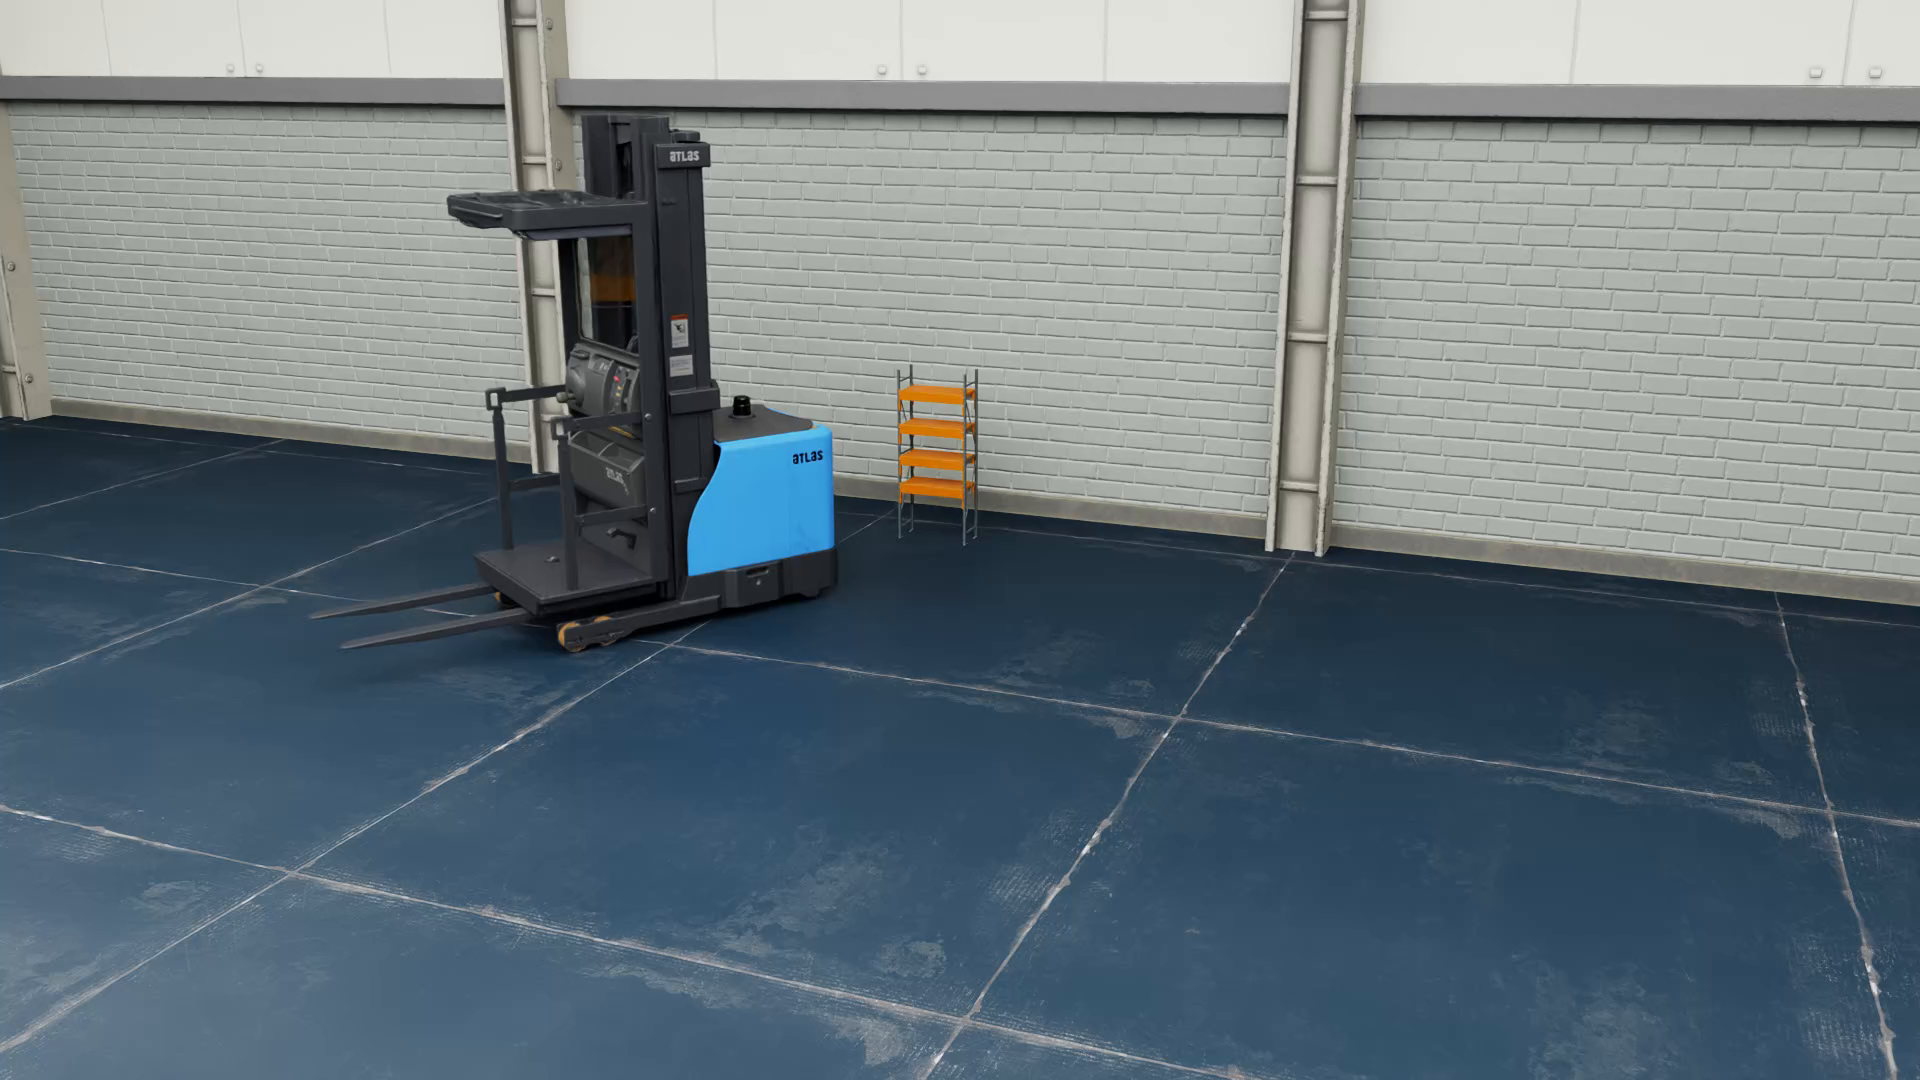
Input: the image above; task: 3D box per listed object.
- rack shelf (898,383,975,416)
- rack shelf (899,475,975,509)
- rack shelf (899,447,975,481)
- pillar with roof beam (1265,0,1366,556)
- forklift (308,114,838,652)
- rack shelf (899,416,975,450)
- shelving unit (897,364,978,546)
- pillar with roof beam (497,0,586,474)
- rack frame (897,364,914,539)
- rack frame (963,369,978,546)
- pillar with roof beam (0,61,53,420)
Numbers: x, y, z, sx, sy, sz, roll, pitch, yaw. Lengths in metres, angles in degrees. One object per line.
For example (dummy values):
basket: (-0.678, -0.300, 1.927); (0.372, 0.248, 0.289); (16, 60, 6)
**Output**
rack shelf: (-0.154, -0.971, 11.455); (0.480, 0.148, 0.258); (6, 17, 21)
rack shelf: (-0.154, -0.338, 11.639); (0.480, 0.148, 0.258); (6, 17, 21)
rack shelf: (-0.154, -0.529, 11.583); (0.480, 0.148, 0.258); (6, 17, 21)
pillar with roof beam: (0.756, -3.153, 6.394); (0.400, 9.000, 9.100); (6, 17, 21)
forklift: (-2.264, -0.937, 9.642); (3.031, 2.935, 1.130); (-11, 20, -34)
rack shelf: (-0.154, -0.743, 11.521); (0.480, 0.148, 0.258); (6, 17, 21)
shelving unit: (-0.154, -0.593, 11.565); (0.503, 1.200, 0.258); (6, 17, 21)
pillar with roof beam: (-4.826, -3.767, 8.508); (0.400, 9.000, 9.100); (6, 17, 21)
rack frame: (-0.381, -0.618, 11.651); (0.015, 1.200, 0.240); (6, 17, 21)
rack frame: (0.073, -0.568, 11.479); (0.015, 1.200, 0.240); (6, 17, 21)
pillar with roof beam: (-10.407, -4.381, 10.622); (0.400, 9.000, 9.100); (6, 17, 21)
